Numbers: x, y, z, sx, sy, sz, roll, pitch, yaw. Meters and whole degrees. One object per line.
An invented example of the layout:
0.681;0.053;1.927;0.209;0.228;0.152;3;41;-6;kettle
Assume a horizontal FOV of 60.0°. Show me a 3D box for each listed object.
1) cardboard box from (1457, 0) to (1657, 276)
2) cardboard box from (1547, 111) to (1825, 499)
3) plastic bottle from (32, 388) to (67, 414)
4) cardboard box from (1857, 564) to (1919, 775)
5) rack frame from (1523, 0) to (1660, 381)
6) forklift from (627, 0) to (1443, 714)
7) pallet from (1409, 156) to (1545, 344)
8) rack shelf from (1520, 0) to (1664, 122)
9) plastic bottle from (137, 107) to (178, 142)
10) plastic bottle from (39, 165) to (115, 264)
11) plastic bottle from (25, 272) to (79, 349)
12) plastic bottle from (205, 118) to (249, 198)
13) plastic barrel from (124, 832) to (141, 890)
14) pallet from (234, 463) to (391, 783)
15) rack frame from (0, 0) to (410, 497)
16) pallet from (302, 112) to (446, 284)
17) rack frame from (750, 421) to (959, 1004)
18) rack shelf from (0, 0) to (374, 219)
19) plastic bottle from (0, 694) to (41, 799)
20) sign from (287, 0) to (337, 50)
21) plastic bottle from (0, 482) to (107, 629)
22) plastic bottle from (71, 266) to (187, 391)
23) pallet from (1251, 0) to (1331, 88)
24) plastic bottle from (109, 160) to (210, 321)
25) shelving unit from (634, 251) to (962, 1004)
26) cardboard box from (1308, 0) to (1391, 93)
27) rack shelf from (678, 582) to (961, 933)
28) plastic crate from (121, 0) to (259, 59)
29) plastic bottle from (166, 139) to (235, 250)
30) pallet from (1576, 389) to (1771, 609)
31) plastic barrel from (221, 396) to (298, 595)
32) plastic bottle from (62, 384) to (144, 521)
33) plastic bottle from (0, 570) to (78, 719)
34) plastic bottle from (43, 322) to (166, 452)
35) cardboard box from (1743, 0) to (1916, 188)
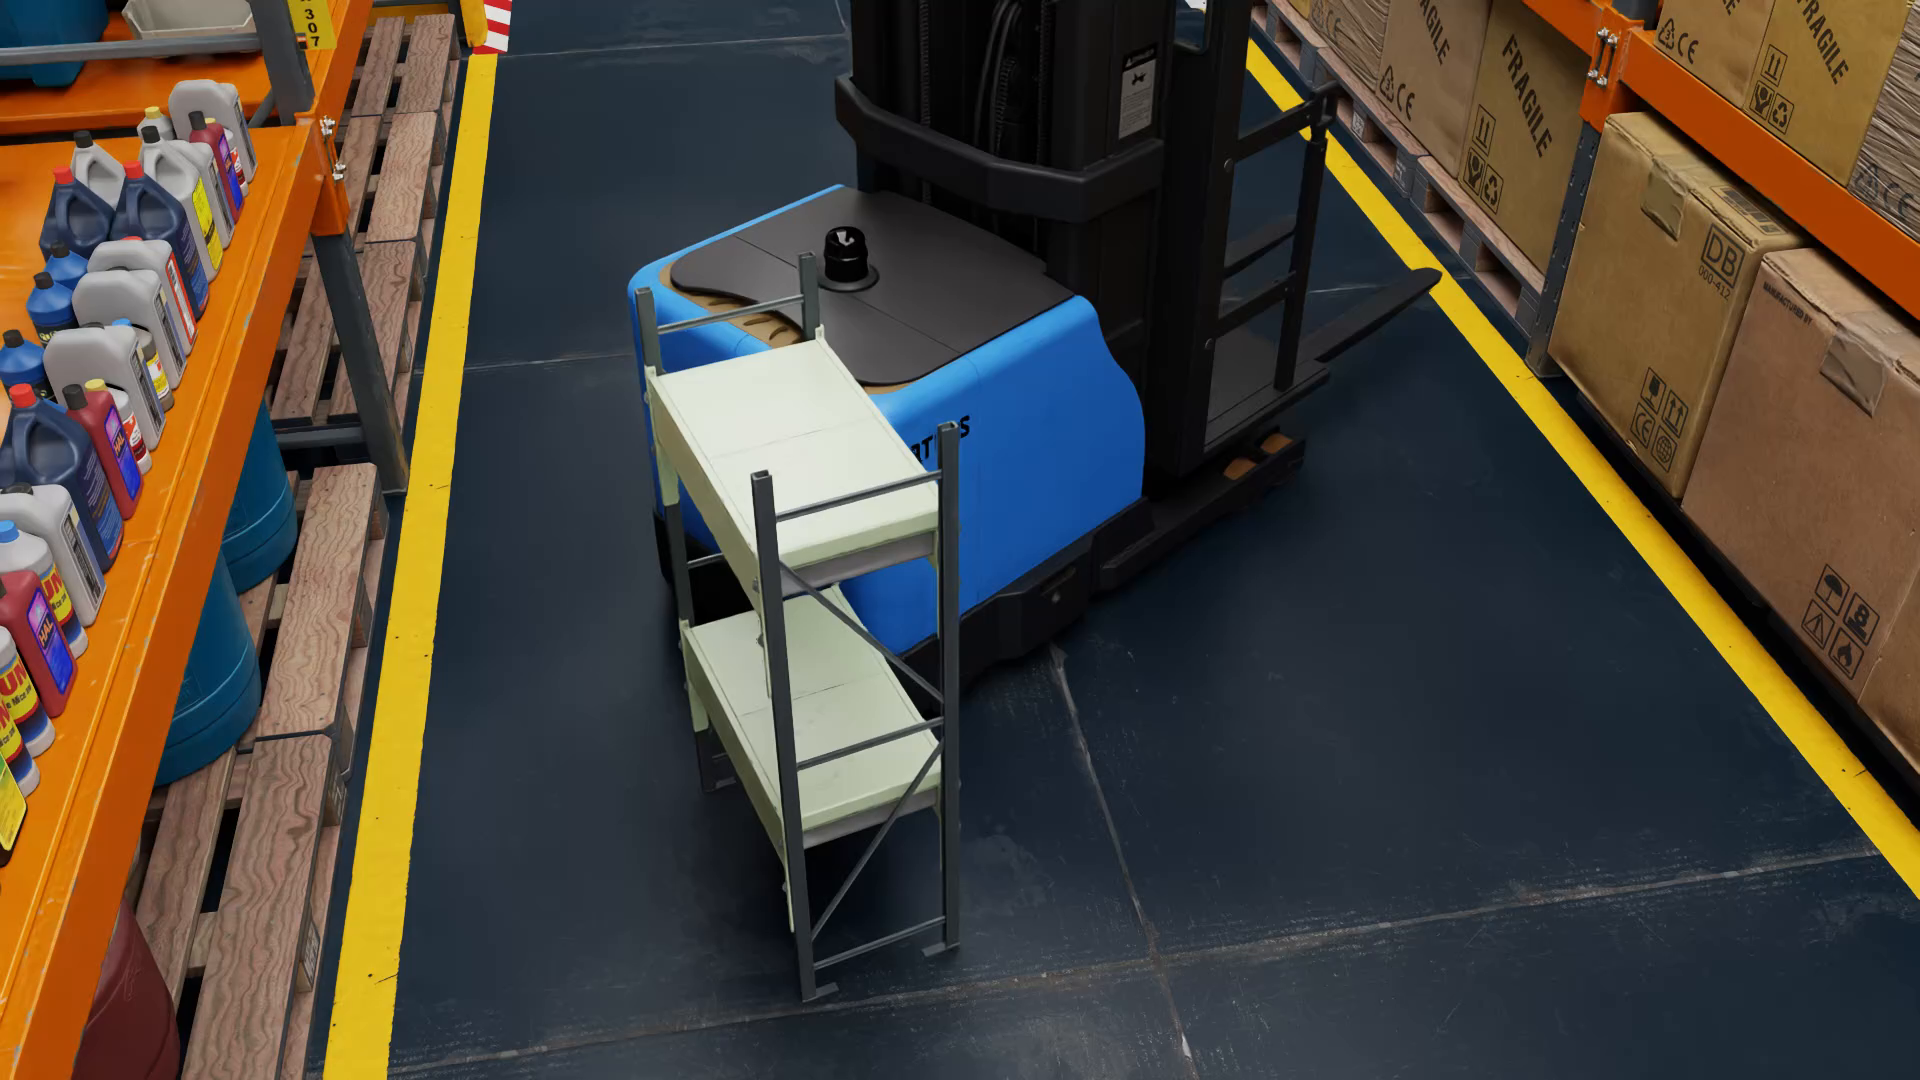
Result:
2.528;-1.583;6.232;0.875;0.875;0.875;-6;38;-8;cardboard box
2.697;-0.791;5.213;1.225;0.875;0.875;-6;38;-8;cardboard box
-1.697;-0.161;3.117;0.097;0.271;0.097;0;38;0;plastic bottle
3.017;0.282;3.831;1.225;0.875;0.875;-6;38;-8;cardboard box
2.565;-1.849;5.185;1.000;3.000;0.127;-6;38;-8;rack frame
0.490;-1.456;4.735;1.130;2.935;3.031;31;48;34;forklift
2.509;-1.215;6.642;1.003;0.211;1.213;-6;38;-8;pallet
2.214;-2.773;6.960;1.077;0.370;4.000;-6;38;-8;rack shelf
-2.044;-1.010;4.267;0.097;0.201;0.097;0;38;0;plastic bottle
-1.938;-0.649;3.681;0.144;0.351;0.185;-6;38;-8;plastic bottle
-1.868;-0.431;3.464;0.097;0.271;0.097;0;38;0;plastic bottle
-1.877;-0.967;4.212;0.097;0.201;0.097;0;38;0;plastic bottle
-2.098;0.609;3.706;0.421;0.512;0.421;0;38;0;plastic barrel
-2.217;0.256;4.749;1.003;0.211;1.213;-6;38;-8;pallet
-2.311;-1.316;4.499;1.000;3.000;0.127;-6;38;-8;rack frame
-2.696;-1.393;6.871;1.003;0.211;1.213;-6;38;-8;pallet
-0.188;0.428;3.476;0.400;1.500;0.023;-16;41;-19;rack frame
-2.662;-2.240;6.275;1.077;0.370;4.000;-6;38;-8;rack shelf
-1.506;0.282;2.547;0.097;0.271;0.097;0;38;0;plastic bottle
-1.770;-1.483;4.489;0.100;0.325;0.005;-6;38;-8;sign
-1.611;0.015;2.887;0.152;0.276;0.135;-6;38;-8;plastic bottle
-1.748;-0.457;3.495;0.152;0.276;0.135;-6;38;-8;plastic bottle
2.081;-2.689;8.539;1.003;0.211;1.213;-6;38;-8;pallet
-1.796;-0.665;3.701;0.144;0.351;0.185;-6;38;-8;plastic bottle
-0.342;0.225;3.738;0.431;1.500;0.755;-16;41;-19;shelving unit
2.214;-2.664;7.624;0.875;0.875;0.875;-6;38;-8;cardboard box
-0.342;0.482;3.938;0.431;0.370;0.720;-16;41;-19;rack shelf
-2.252;-1.532;4.943;0.396;0.136;0.243;-6;38;-8;plastic crate
-1.860;-0.843;3.991;0.152;0.276;0.135;-6;38;-8;plastic bottle
2.774;-0.290;5.451;1.003;0.211;1.213;-6;38;-8;pallet
-2.233;-0.323;4.589;0.600;0.901;0.708;-6;38;-8;plastic barrel
-1.622;-0.185;3.139;0.061;0.283;0.133;-6;38;-8;plastic bottle
-1.525;0.147;2.711;0.061;0.283;0.133;-6;38;-8;plastic bottle
-1.707;-0.317;3.314;0.152;0.276;0.135;-6;38;-8;plastic bottle
2.488;-1.280;4.371;0.500;0.500;0.500;-6;38;-8;cardboard box
